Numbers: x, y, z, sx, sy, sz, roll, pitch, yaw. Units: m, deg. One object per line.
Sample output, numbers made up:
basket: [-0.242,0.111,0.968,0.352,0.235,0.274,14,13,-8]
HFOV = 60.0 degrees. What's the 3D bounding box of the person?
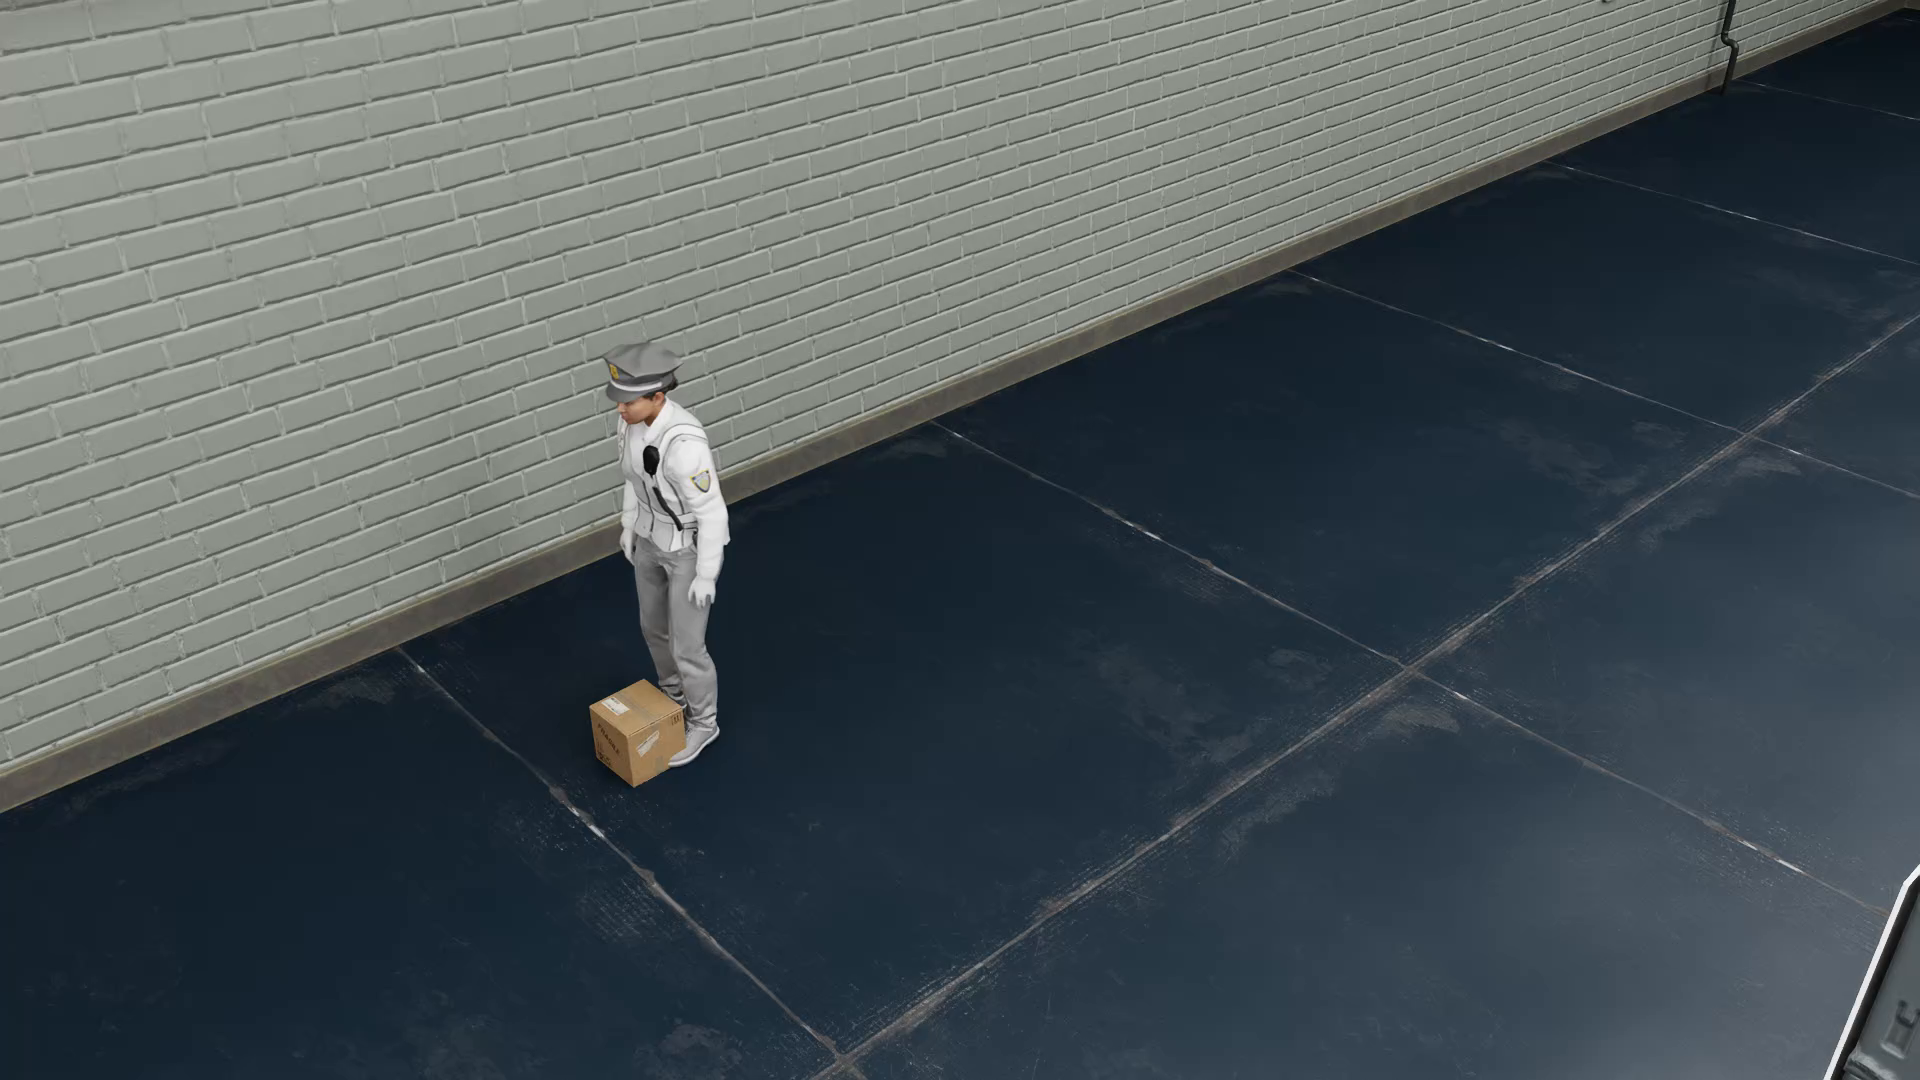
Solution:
person: [-1.057,0.048,6.055,0.405,1.663,0.536,-27,41,-36]
